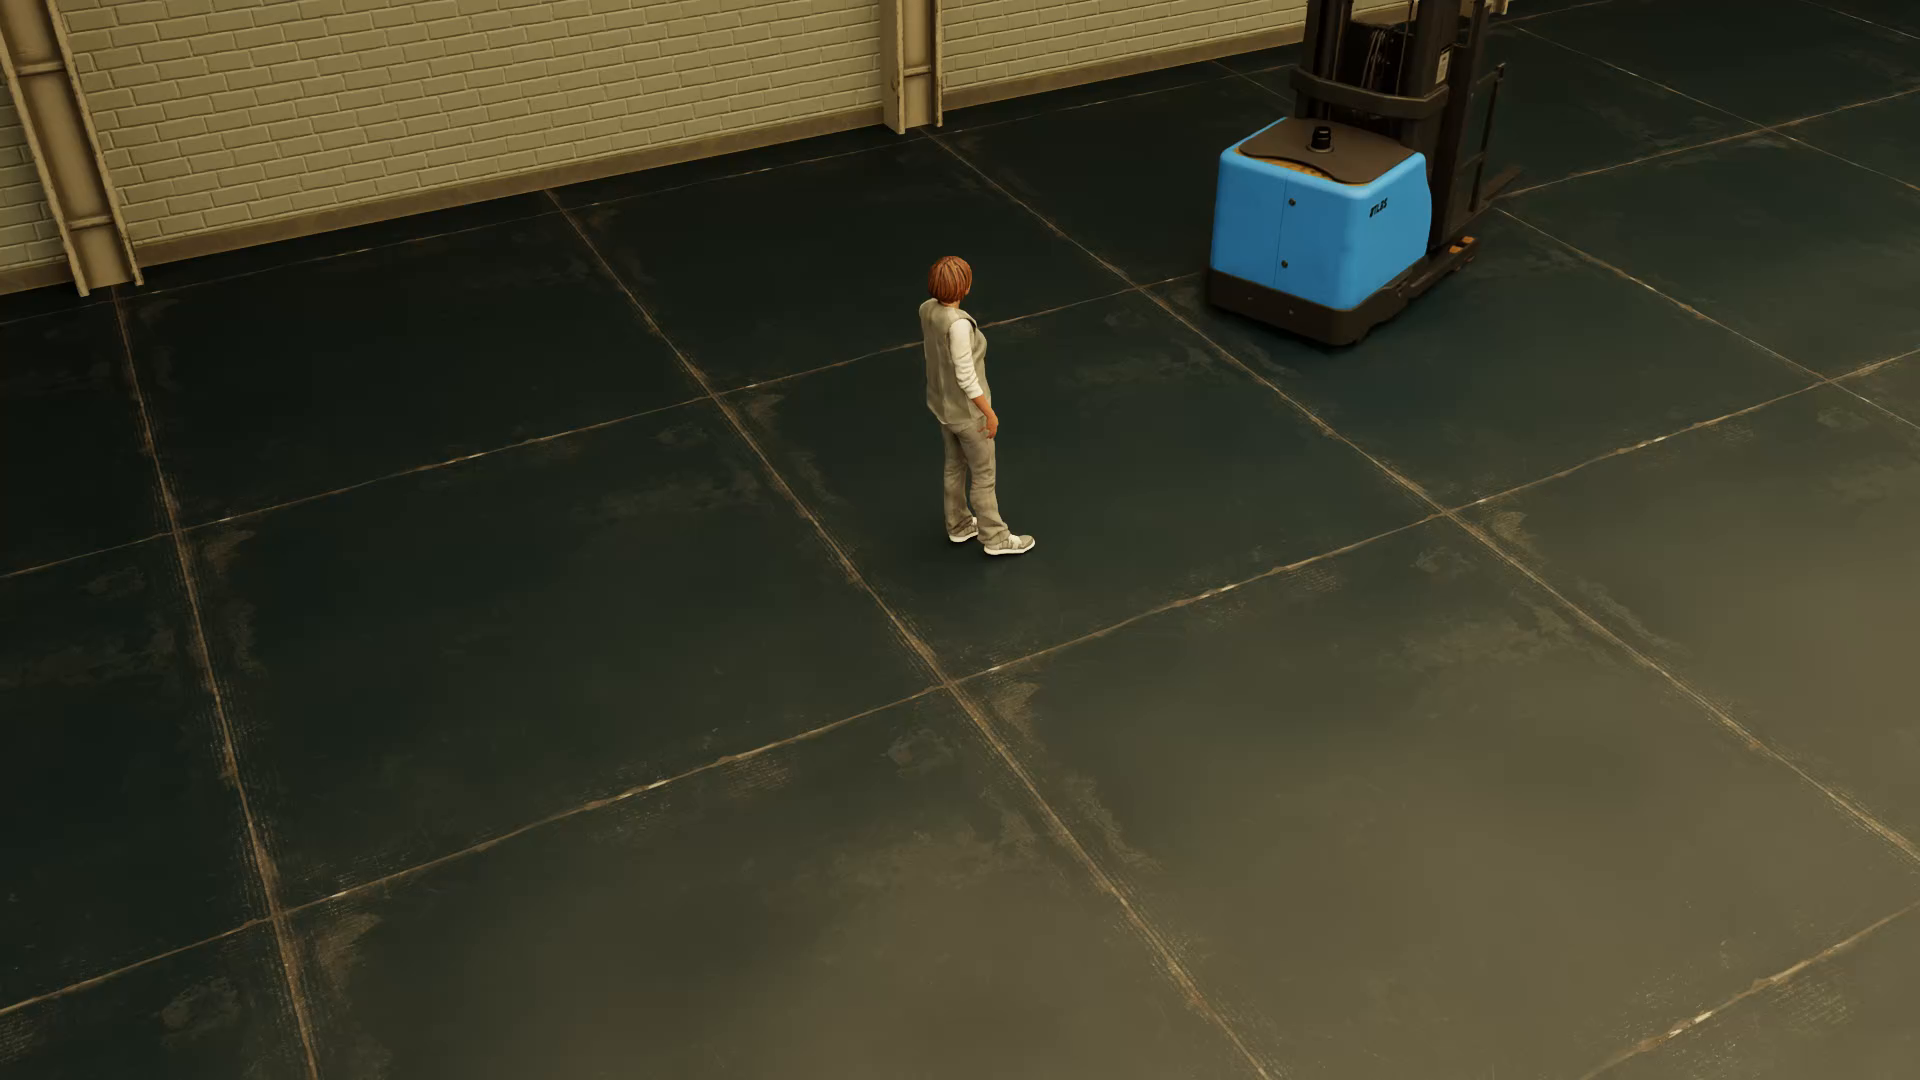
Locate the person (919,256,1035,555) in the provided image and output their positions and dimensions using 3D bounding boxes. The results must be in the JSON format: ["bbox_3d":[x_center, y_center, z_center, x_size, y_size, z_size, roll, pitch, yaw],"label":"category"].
[{"bbox_3d":[0.073,-0.670,8.216,0.473,1.595,0.520,-17,39,-23],"label":"person"}]

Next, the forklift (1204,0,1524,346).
[{"bbox_3d":[2.896,-3.177,10.617,1.130,2.935,3.031,25,42,31],"label":"forklift"}]
